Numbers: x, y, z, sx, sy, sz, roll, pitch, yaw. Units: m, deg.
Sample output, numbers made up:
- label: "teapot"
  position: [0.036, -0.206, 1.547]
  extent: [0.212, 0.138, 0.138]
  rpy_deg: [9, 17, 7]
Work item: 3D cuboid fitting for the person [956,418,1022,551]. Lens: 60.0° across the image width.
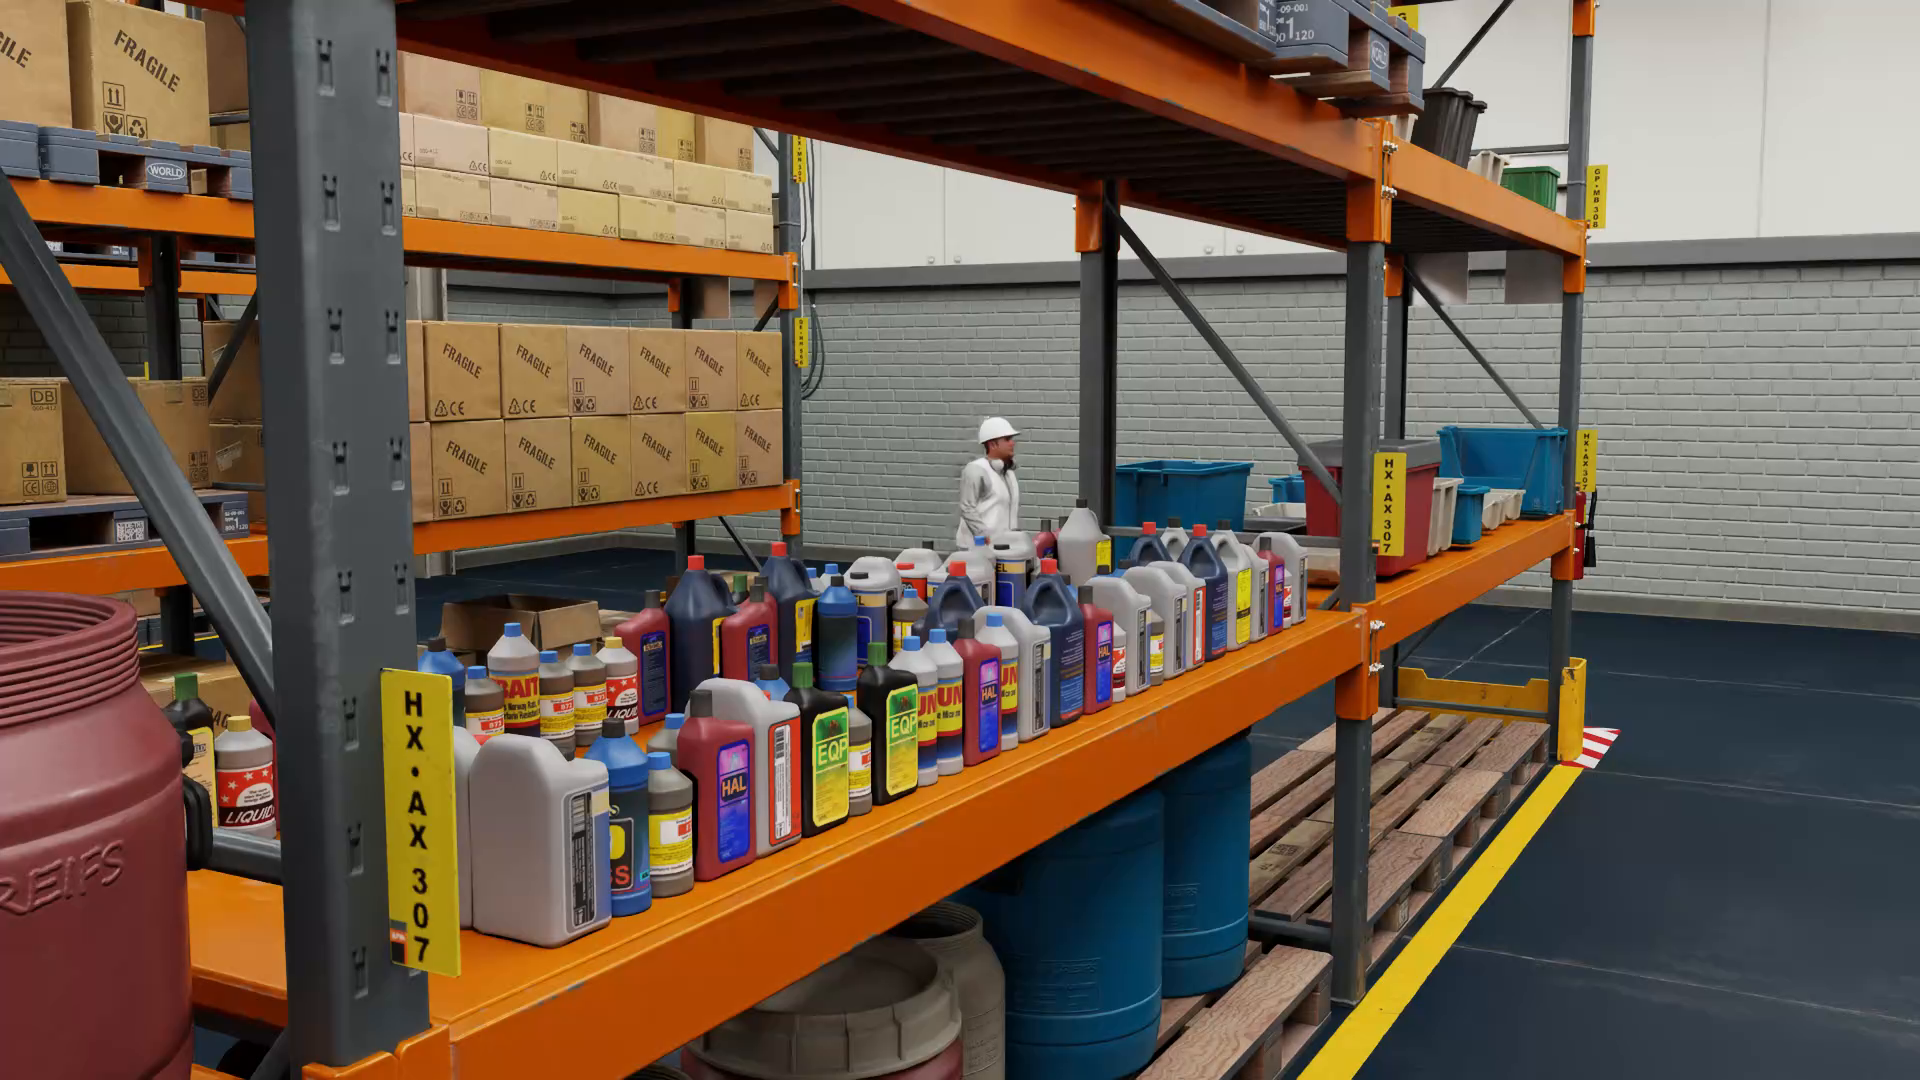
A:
- label: "person"
  position: [0.207, 0.049, 11.171]
  extent: [0.465, 1.742, 0.643]
  rpy_deg: [4, 7, 31]
